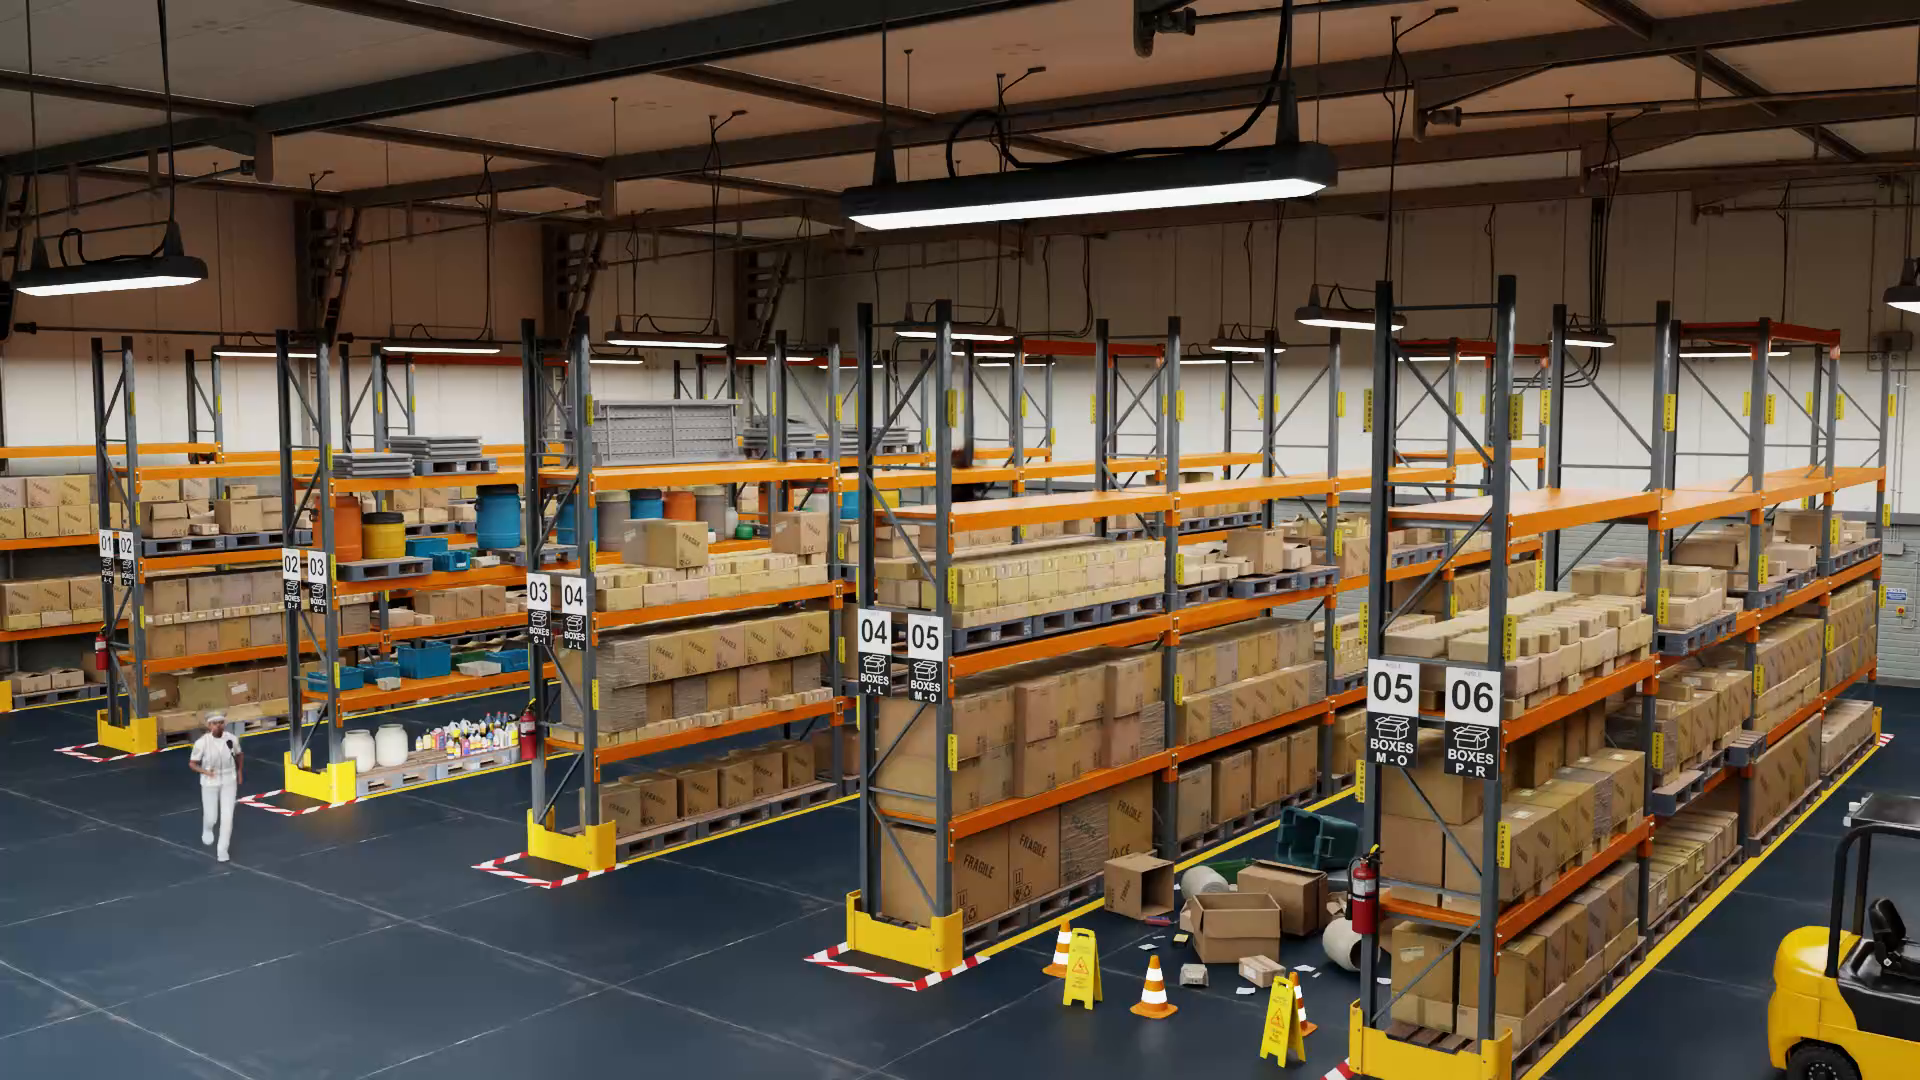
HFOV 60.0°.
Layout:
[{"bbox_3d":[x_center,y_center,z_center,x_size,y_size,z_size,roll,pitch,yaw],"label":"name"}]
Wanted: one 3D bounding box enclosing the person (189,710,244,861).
[{"bbox_3d":[-8.307,2.713,18.629,0.584,1.664,0.694,-3,6,-35],"label":"person"}]
